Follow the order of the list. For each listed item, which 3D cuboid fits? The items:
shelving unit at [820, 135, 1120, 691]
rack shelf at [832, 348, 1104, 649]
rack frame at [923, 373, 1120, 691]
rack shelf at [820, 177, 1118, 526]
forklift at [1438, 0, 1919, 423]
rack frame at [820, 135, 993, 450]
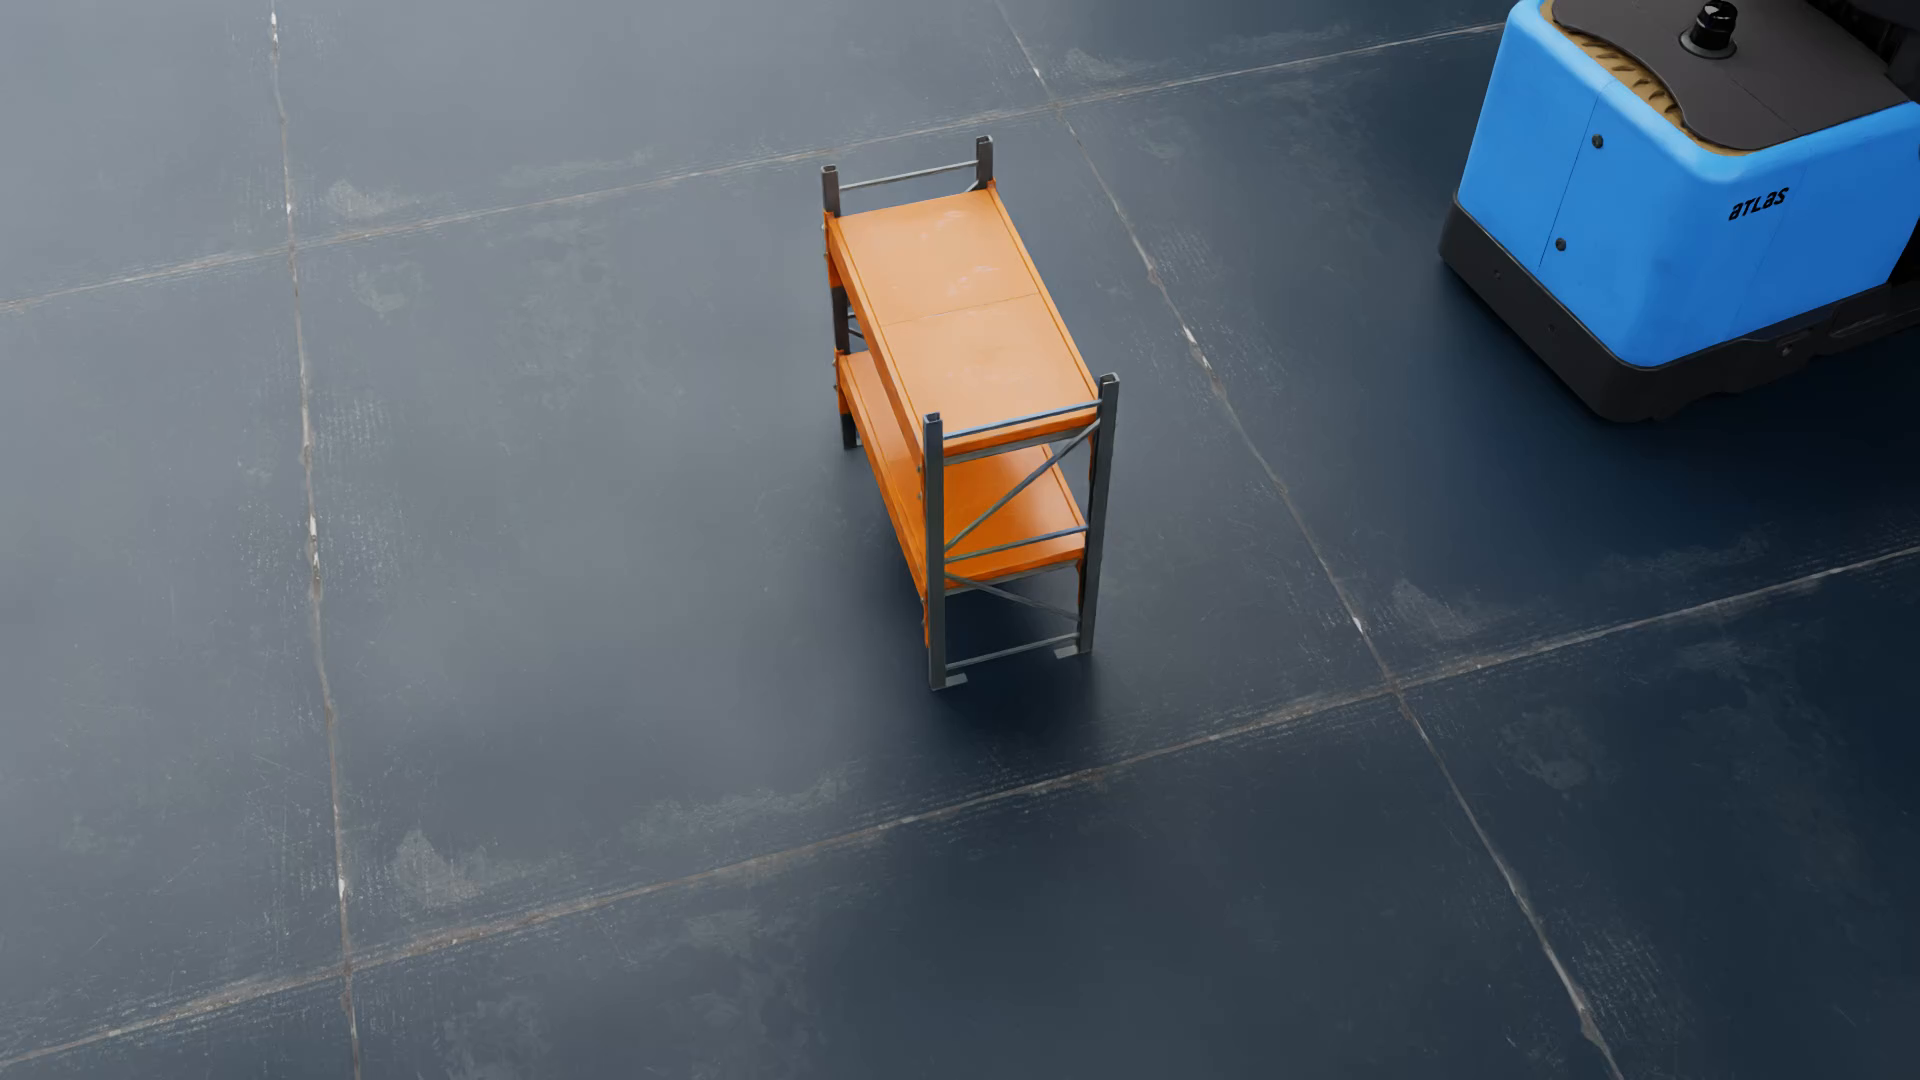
[{"bbox_3d":[0.002,-0.358,4.816,0.538,1.125,1.048,-13,51,-11],"label":"shelving unit"},{"bbox_3d":[0.002,-0.200,5.003,0.538,0.278,1.000,-13,51,-11],"label":"rack shelf"},{"bbox_3d":[0.152,0.014,4.503,0.500,1.125,0.032,-13,51,-11],"label":"rack frame"},{"bbox_3d":[0.002,-0.546,4.592,0.538,0.278,1.000,-13,51,-11],"label":"rack shelf"},{"bbox_3d":[3.298,-2.105,5.107,3.031,2.935,1.130,-19,53,-16],"label":"forklift"},{"bbox_3d":[-0.148,-0.729,5.129,0.500,1.125,0.032,-13,51,-11],"label":"rack frame"}]
